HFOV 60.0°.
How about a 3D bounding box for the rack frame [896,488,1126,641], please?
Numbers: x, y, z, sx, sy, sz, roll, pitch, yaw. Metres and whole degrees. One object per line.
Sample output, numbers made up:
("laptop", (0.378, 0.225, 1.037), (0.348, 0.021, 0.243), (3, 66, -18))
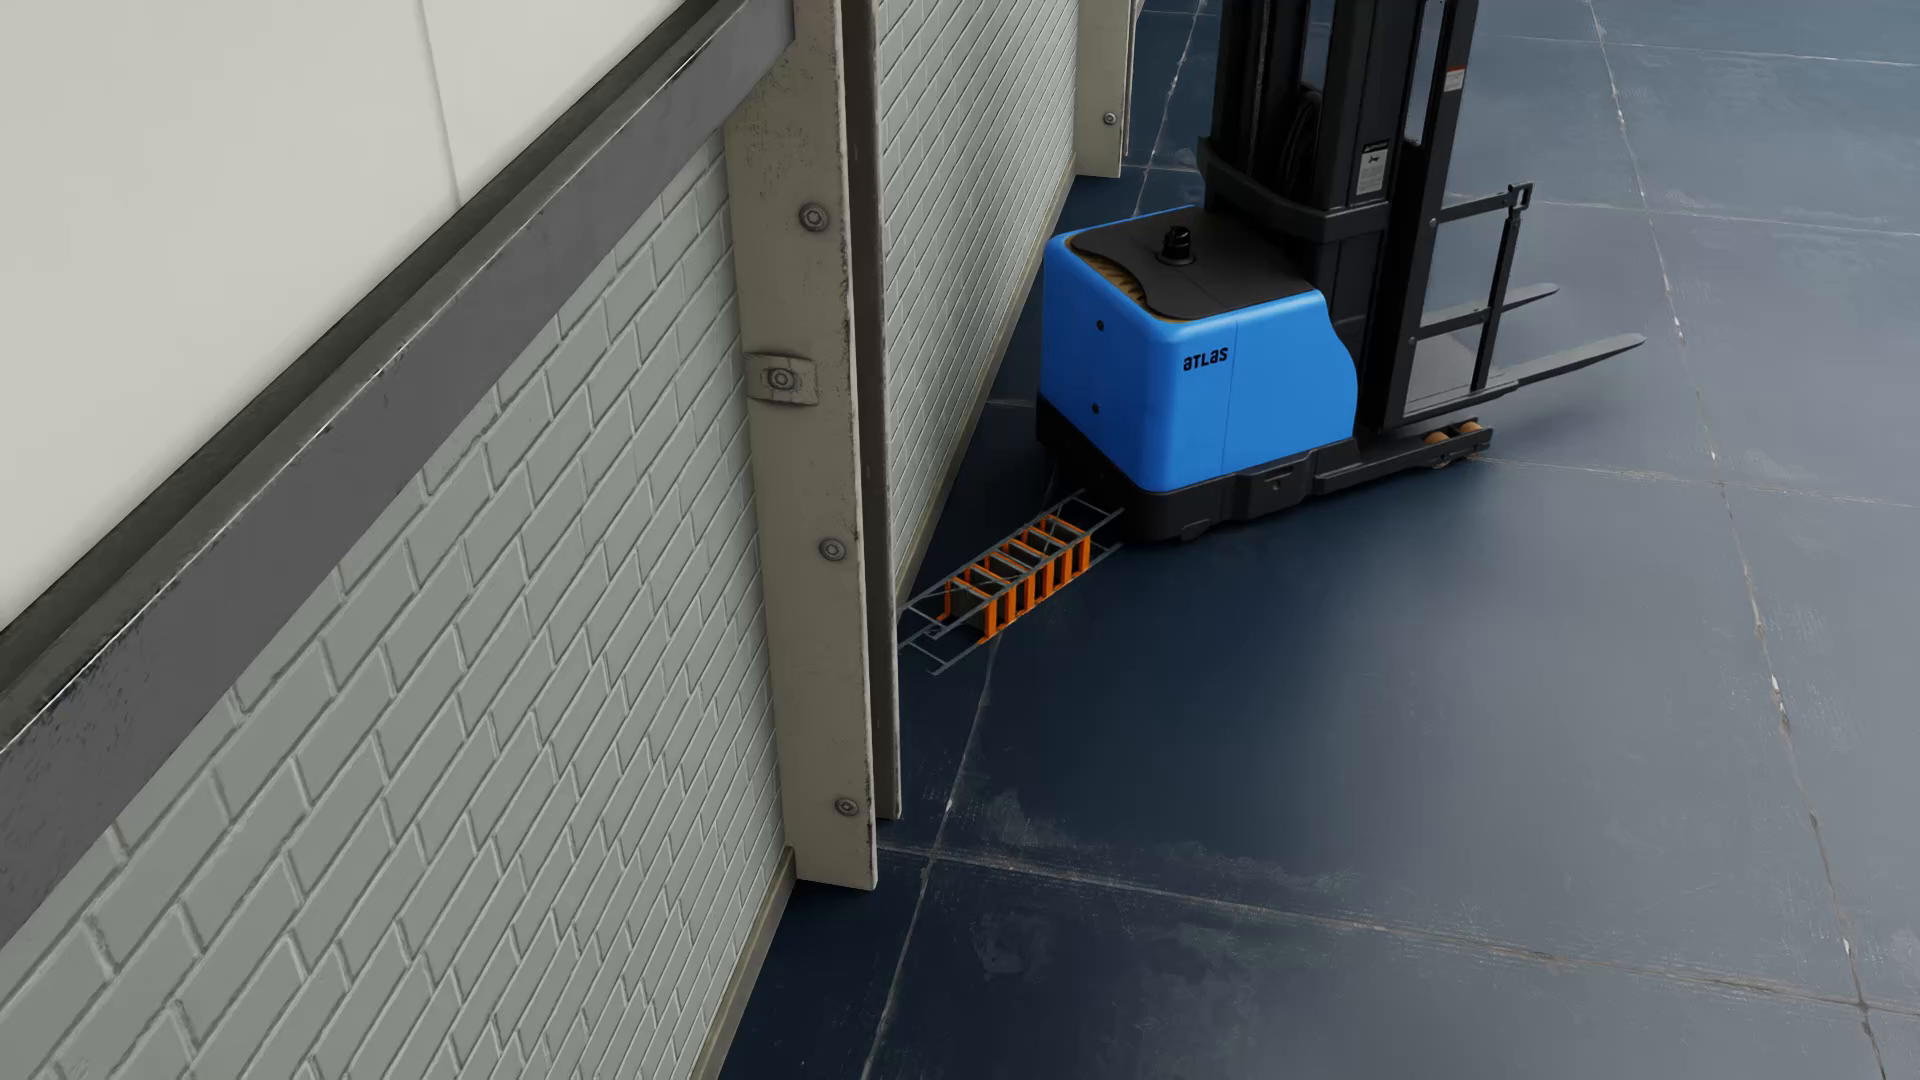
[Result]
("rack frame", (0.218, 0.079, 6.817), (0.240, 0.006, 1.200), (28, 44, 33))

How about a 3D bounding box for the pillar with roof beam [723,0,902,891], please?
("pillar with roof beam", (3.806, -2.052, 2.413), (9.100, 9.000, 0.400), (7, 37, 10))

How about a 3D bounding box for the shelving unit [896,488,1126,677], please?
("shelving unit", (0.217, 0.154, 6.871), (0.258, 0.189, 1.200), (28, 44, 33))

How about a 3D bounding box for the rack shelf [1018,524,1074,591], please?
("rack shelf", (0.349, 0.069, 6.989), (0.258, 0.180, 0.103), (28, 44, 33))

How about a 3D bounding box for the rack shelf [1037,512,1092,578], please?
("rack shelf", (0.429, 0.018, 7.061), (0.258, 0.180, 0.103), (28, 44, 33))

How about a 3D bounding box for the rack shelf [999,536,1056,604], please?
("rack shelf", (0.268, 0.121, 6.916), (0.258, 0.180, 0.103), (28, 44, 33))

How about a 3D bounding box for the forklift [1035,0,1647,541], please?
("forklift", (1.906, -1.778, 7.205), (3.031, 2.935, 1.130), (-16, 39, -21))

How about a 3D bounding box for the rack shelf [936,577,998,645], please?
("rack shelf", (0.027, 0.276, 6.699), (0.258, 0.180, 0.103), (28, 44, 33))

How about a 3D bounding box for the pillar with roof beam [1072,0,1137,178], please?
("pillar with roof beam", (5.088, -5.492, 7.159), (9.100, 9.000, 0.400), (7, 37, 10))

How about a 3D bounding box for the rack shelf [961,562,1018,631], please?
("rack shelf", (0.107, 0.225, 6.771), (0.258, 0.180, 0.103), (28, 44, 33))

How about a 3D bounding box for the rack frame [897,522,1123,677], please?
("rack frame", (0.217, 0.228, 6.924), (0.240, 0.006, 1.200), (28, 44, 33))

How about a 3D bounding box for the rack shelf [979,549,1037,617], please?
("rack shelf", (0.188, 0.173, 6.844), (0.258, 0.180, 0.103), (28, 44, 33))
